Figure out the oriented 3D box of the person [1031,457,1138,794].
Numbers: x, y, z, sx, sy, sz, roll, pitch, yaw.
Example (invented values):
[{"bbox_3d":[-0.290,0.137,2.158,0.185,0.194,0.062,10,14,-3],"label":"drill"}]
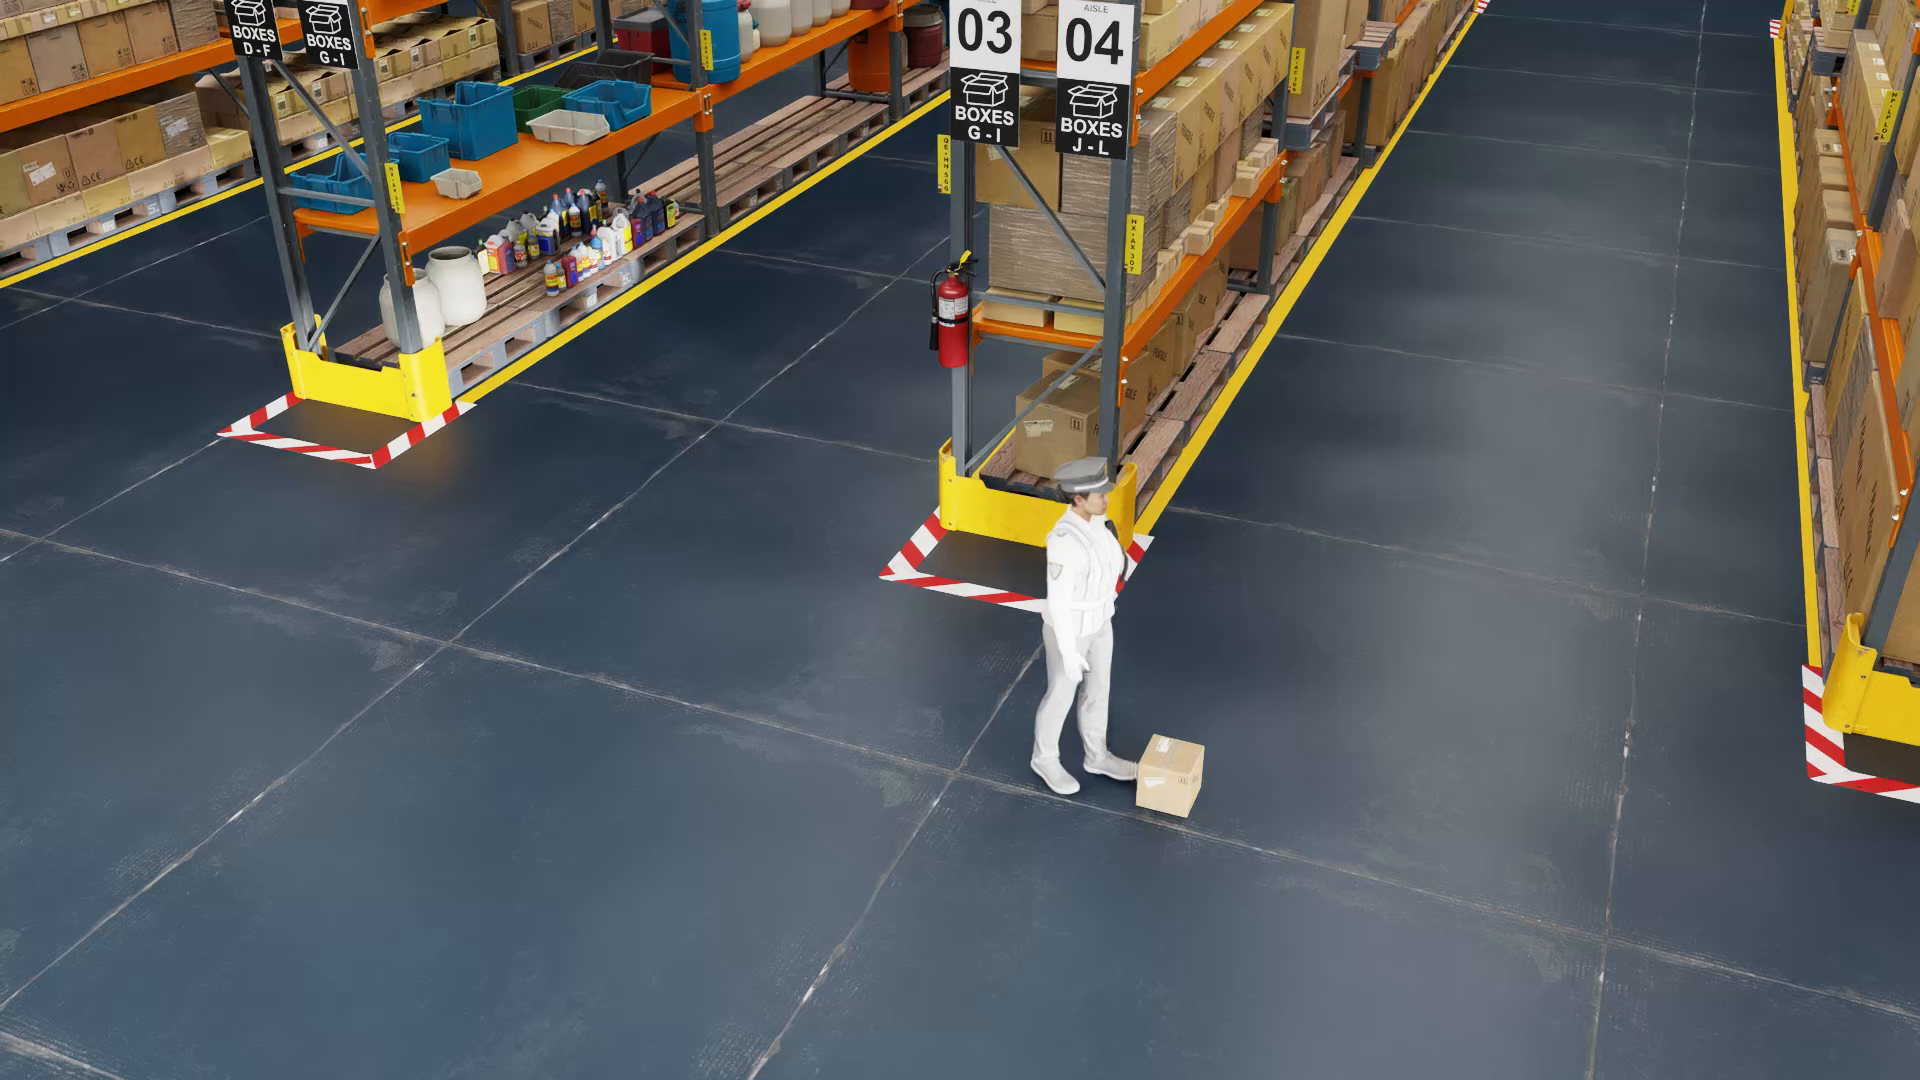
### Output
[{"bbox_3d":[0.595,0.418,7.615,0.500,1.692,0.534,16,34,26],"label":"person"}]
